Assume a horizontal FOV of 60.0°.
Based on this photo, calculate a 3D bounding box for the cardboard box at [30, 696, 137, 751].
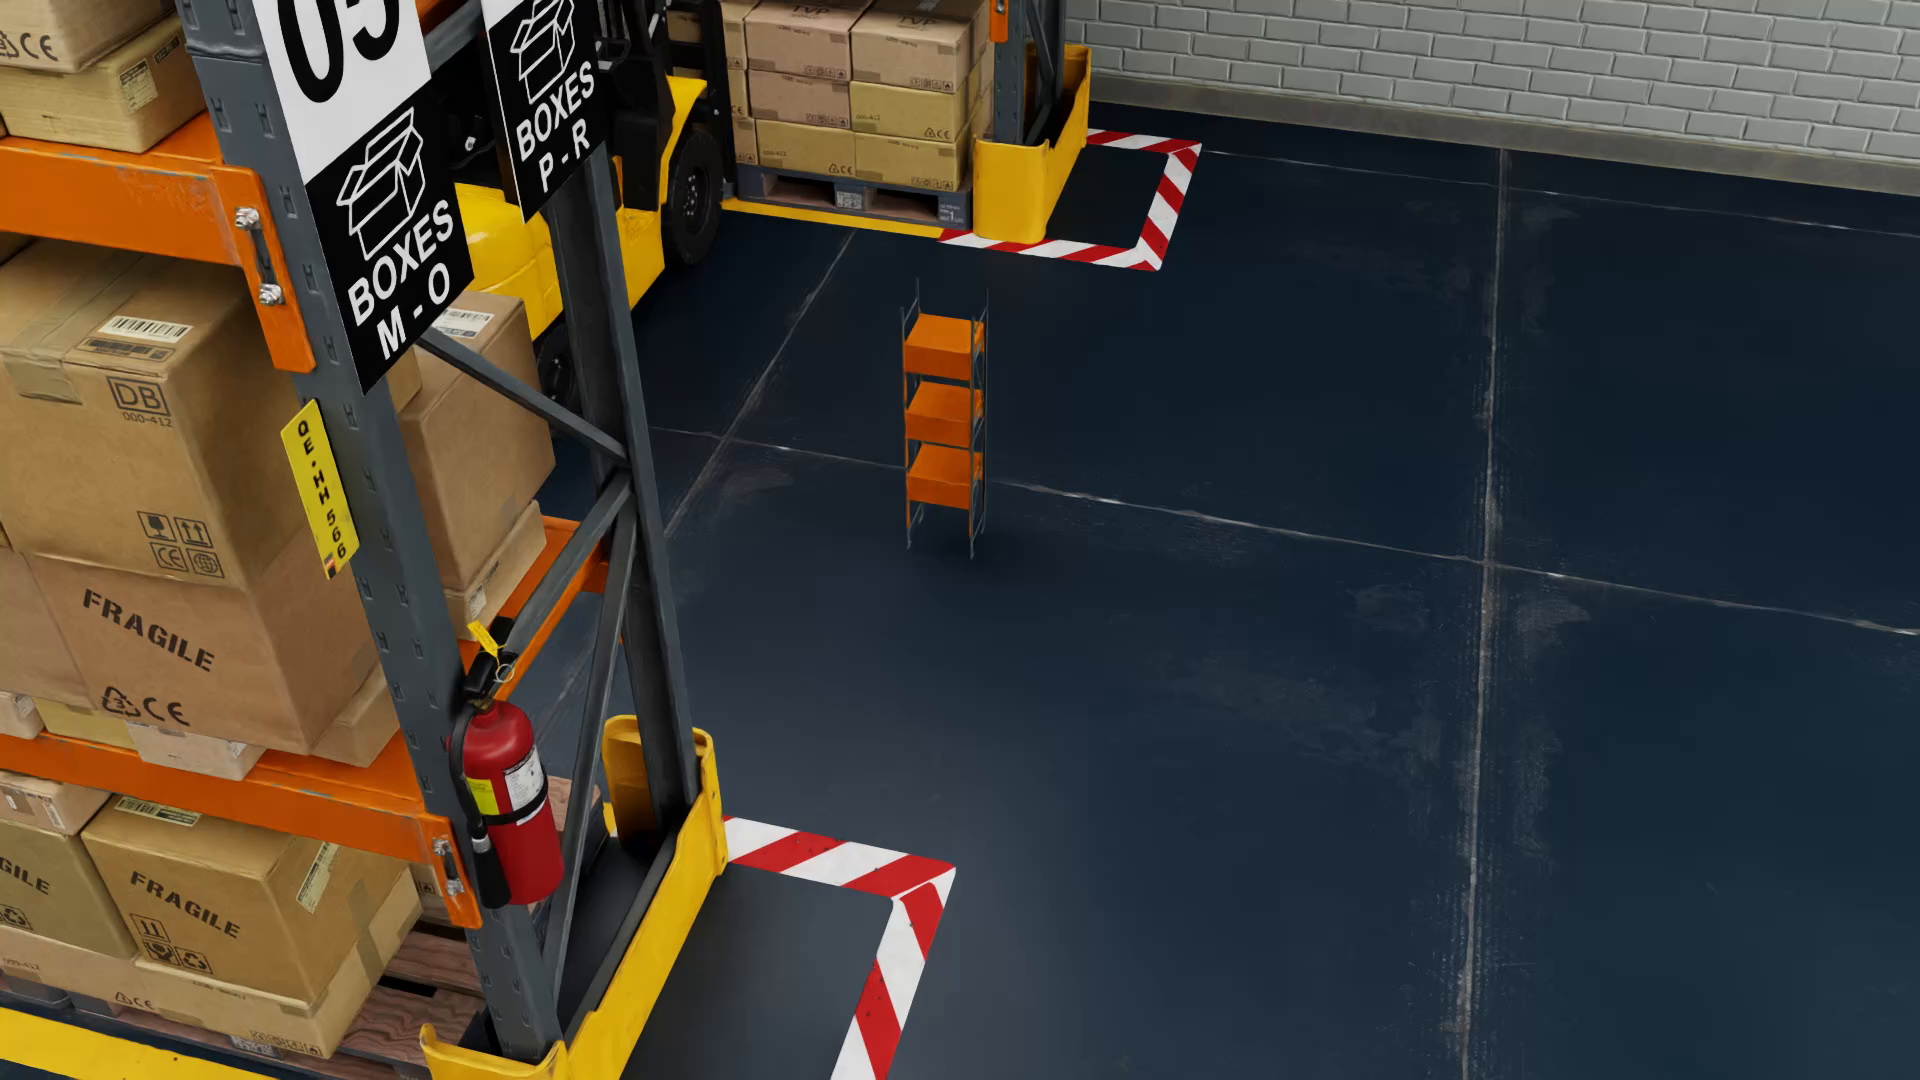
[{"bbox_3d":[-1.871,0.278,3.782,0.250,0.149,0.380,9,41,11],"label":"cardboard box"}]

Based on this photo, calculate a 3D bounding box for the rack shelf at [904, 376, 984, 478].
[{"bbox_3d":[-0.052,-0.403,5.930,0.240,0.259,0.215,10,41,11],"label":"rack shelf"}]

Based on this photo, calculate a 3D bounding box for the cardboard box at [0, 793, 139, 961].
[{"bbox_3d":[-2.285,0.689,4.326,0.500,0.500,0.500,11,41,13],"label":"cardboard box"}]

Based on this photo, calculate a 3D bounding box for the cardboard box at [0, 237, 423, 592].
[{"bbox_3d":[-1.488,-0.345,3.241,0.500,0.500,0.700,9,41,10],"label":"cardboard box"}]

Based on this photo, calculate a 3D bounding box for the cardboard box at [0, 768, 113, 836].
[{"bbox_3d":[-2.152,0.506,4.039,0.250,0.149,0.380,11,41,13],"label":"cardboard box"}]

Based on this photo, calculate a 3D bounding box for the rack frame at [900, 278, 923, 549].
[{"bbox_3d":[-0.170,-0.431,5.947,0.008,1.050,0.200,10,41,11],"label":"rack frame"}]

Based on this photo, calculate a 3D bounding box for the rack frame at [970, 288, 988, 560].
[{"bbox_3d":[0.066,-0.391,5.899,0.008,1.050,0.200,10,41,11],"label":"rack frame"}]

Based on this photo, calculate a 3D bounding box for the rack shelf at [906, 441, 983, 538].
[{"bbox_3d":[-0.052,-0.190,6.108,0.240,0.259,0.215,10,41,11],"label":"rack shelf"}]

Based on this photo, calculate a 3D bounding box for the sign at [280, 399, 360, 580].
[{"bbox_3d":[-1.101,-0.083,2.871,0.005,0.325,0.100,10,41,11],"label":"sign"}]

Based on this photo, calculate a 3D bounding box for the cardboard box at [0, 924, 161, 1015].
[{"bbox_3d":[-2.287,0.974,4.570,0.500,0.250,0.500,10,41,12],"label":"cardboard box"}]

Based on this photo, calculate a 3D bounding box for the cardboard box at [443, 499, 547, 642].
[{"bbox_3d":[-1.213,0.051,4.052,0.250,0.149,0.380,10,41,12],"label":"cardboard box"}]

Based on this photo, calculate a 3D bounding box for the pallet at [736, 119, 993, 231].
[{"bbox_3d":[-0.409,-1.978,8.441,1.213,0.211,1.003,10,41,11],"label":"pallet"}]

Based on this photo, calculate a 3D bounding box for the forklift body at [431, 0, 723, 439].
[{"bbox_3d":[-1.962,-1.801,6.722,1.214,2.155,2.313,10,41,11],"label":"forklift body"}]

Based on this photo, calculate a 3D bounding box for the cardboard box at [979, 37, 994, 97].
[{"bbox_3d":[-0.060,-2.451,8.259,0.500,0.250,0.500,10,41,12],"label":"cardboard box"}]

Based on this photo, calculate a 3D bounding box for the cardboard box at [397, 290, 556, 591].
[{"bbox_3d":[-1.324,-0.263,3.922,0.500,0.500,0.500,9,41,11],"label":"cardboard box"}]

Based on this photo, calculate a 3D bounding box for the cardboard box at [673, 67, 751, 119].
[{"bbox_3d":[-1.196,-2.293,8.071,0.500,0.250,0.500,9,41,10],"label":"cardboard box"}]

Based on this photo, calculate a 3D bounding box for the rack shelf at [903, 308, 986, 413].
[{"bbox_3d":[-0.052,-0.620,5.747,0.240,0.259,0.215,10,41,11],"label":"rack shelf"}]

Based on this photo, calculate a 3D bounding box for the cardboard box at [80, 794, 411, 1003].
[{"bbox_3d":[-1.780,0.774,4.225,0.500,0.500,0.500,10,41,12],"label":"cardboard box"}]

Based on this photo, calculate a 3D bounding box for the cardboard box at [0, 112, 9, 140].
[{"bbox_3d":[-1.604,-0.819,2.756,0.250,0.149,0.380,10,41,12],"label":"cardboard box"}]

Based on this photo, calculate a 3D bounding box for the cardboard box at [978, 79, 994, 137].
[{"bbox_3d":[-0.083,-2.256,8.415,0.500,0.250,0.500,10,41,12],"label":"cardboard box"}]

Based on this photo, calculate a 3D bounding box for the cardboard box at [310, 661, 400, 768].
[{"bbox_3d":[-1.355,0.307,3.748,0.250,0.149,0.380,11,41,13],"label":"cardboard box"}]

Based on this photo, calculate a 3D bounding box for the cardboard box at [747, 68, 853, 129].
[{"bbox_3d":[-0.692,-2.221,7.985,0.500,0.250,0.500,9,41,11],"label":"cardboard box"}]

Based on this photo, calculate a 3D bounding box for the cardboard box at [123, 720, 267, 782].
[{"bbox_3d":[-1.628,0.334,3.716,0.250,0.149,0.380,9,41,11],"label":"cardboard box"}]

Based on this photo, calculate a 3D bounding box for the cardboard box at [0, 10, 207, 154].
[{"bbox_3d":[-1.356,-0.798,2.731,0.250,0.149,0.380,10,41,12],"label":"cardboard box"}]

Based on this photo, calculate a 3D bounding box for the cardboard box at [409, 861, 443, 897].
[{"bbox_3d":[-1.646,0.726,4.865,0.500,0.250,0.500,9,41,11],"label":"cardboard box"}]

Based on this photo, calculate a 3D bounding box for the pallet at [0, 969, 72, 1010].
[{"bbox_3d":[-2.962,0.834,5.093,1.213,0.211,1.003,10,41,11],"label":"pallet"}]

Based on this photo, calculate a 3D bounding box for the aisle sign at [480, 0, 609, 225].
[{"bbox_3d":[-0.799,-1.038,3.132,0.004,0.787,0.394,10,41,11],"label":"aisle sign"}]

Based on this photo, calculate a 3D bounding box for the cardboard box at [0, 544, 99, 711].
[{"bbox_3d":[-2.017,-0.018,3.629,0.500,0.500,0.500,10,41,12],"label":"cardboard box"}]

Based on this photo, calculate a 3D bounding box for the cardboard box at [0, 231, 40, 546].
[{"bbox_3d":[-1.975,-0.433,3.347,0.500,0.500,0.700,10,41,12],"label":"cardboard box"}]

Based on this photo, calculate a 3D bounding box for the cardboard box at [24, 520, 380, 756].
[{"bbox_3d":[-1.534,0.069,3.527,0.500,0.500,0.500,9,41,11],"label":"cardboard box"}]

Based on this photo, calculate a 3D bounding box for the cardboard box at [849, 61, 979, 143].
[{"bbox_3d":[-0.210,-2.131,7.877,0.500,0.250,0.500,9,41,11],"label":"cardboard box"}]

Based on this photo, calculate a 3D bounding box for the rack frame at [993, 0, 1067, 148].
[{"bbox_3d":[0.341,-2.945,7.424,0.127,3.000,1.000,10,41,11],"label":"rack frame"}]

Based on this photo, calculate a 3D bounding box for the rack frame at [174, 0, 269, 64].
[{"bbox_3d":[-0.939,-2.157,1.822,0.127,3.000,1.000,10,41,11],"label":"rack frame"}]

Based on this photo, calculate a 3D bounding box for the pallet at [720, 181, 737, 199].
[{"bbox_3d":[-1.583,-2.182,8.684,1.213,0.211,1.003,10,41,11],"label":"pallet"}]

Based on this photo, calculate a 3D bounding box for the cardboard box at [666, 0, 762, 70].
[{"bbox_3d":[-1.169,-2.477,7.901,0.500,0.250,0.500,10,41,12],"label":"cardboard box"}]

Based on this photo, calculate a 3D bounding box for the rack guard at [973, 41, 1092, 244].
[{"bbox_3d":[0.364,-1.983,8.223,0.348,0.500,1.175,10,41,11],"label":"rack guard"}]

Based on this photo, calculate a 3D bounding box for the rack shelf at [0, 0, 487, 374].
[{"bbox_3d":[-2.871,-1.066,3.414,4.000,0.370,1.077,10,41,11],"label":"rack shelf"}]

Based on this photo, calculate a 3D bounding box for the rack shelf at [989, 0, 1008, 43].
[{"bbox_3d":[-1.591,-3.002,8.051,4.000,0.370,1.077,10,41,11],"label":"rack shelf"}]

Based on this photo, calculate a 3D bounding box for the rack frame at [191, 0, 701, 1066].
[{"bbox_3d":[-0.939,0.140,3.751,0.127,3.000,1.000,10,41,11],"label":"rack frame"}]

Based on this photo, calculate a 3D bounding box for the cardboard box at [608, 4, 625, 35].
[{"bbox_3d":[-1.657,-2.566,8.007,0.500,0.250,0.500,9,41,11],"label":"cardboard box"}]

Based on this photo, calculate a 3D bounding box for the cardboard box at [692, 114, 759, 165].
[{"bbox_3d":[-1.153,-2.112,8.243,0.500,0.250,0.500,10,41,12],"label":"cardboard box"}]

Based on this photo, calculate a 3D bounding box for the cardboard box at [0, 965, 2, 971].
[{"bbox_3d":[-2.794,0.890,4.669,0.500,0.250,0.500,8,41,10],"label":"cardboard box"}]

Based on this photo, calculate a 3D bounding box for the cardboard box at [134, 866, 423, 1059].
[{"bbox_3d":[-1.812,1.061,4.466,0.500,0.250,0.500,10,41,11],"label":"cardboard box"}]

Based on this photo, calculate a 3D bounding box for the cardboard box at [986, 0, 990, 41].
[{"bbox_3d":[-0.074,-2.633,8.087,0.500,0.250,0.500,9,41,11],"label":"cardboard box"}]

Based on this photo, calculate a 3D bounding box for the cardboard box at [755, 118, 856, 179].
[{"bbox_3d":[-0.673,-2.023,8.138,0.500,0.250,0.500,10,41,11],"label":"cardboard box"}]

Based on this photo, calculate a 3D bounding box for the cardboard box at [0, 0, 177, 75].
[{"bbox_3d":[-1.502,-0.983,2.641,0.500,0.250,0.500,9,41,11],"label":"cardboard box"}]

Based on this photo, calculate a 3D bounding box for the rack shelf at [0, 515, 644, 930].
[{"bbox_3d":[-2.871,0.083,4.378,4.000,0.370,1.077,10,41,11],"label":"rack shelf"}]

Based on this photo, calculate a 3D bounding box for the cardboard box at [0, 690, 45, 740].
[{"bbox_3d":[-2.127,0.254,3.811,0.250,0.149,0.380,10,41,12],"label":"cardboard box"}]

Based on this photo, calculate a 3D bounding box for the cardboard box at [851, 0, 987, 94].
[{"bbox_3d":[-0.185,-2.318,7.712,0.500,0.250,0.500,11,41,13],"label":"cardboard box"}]

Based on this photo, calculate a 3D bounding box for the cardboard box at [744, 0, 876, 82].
[{"bbox_3d":[-0.679,-2.399,7.809,0.500,0.250,0.500,10,41,12],"label":"cardboard box"}]

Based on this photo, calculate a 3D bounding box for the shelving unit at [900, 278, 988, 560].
[{"bbox_3d":[-0.052,-0.411,5.923,0.252,1.050,0.215,10,41,11],"label":"shelving unit"}]

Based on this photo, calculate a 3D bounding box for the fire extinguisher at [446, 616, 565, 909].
[{"bbox_3d":[-0.947,0.475,3.412,0.183,0.674,0.296,10,41,11],"label":"fire extinguisher"}]

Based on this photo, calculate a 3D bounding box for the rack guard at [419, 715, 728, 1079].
[{"bbox_3d":[-1.012,1.084,4.570,0.348,0.500,1.175,10,41,11],"label":"rack guard"}]

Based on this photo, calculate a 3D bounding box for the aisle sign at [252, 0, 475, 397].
[{"bbox_3d":[-0.954,-0.665,2.688,0.004,0.787,0.394,10,41,11],"label":"aisle sign"}]

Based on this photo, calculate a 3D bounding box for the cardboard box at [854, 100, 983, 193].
[{"bbox_3d":[-0.195,-1.934,8.032,0.500,0.250,0.500,10,41,12],"label":"cardboard box"}]

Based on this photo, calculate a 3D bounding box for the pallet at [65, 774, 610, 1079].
[{"bbox_3d":[-1.788,1.038,4.850,1.213,0.211,1.003,10,41,11],"label":"pallet"}]
